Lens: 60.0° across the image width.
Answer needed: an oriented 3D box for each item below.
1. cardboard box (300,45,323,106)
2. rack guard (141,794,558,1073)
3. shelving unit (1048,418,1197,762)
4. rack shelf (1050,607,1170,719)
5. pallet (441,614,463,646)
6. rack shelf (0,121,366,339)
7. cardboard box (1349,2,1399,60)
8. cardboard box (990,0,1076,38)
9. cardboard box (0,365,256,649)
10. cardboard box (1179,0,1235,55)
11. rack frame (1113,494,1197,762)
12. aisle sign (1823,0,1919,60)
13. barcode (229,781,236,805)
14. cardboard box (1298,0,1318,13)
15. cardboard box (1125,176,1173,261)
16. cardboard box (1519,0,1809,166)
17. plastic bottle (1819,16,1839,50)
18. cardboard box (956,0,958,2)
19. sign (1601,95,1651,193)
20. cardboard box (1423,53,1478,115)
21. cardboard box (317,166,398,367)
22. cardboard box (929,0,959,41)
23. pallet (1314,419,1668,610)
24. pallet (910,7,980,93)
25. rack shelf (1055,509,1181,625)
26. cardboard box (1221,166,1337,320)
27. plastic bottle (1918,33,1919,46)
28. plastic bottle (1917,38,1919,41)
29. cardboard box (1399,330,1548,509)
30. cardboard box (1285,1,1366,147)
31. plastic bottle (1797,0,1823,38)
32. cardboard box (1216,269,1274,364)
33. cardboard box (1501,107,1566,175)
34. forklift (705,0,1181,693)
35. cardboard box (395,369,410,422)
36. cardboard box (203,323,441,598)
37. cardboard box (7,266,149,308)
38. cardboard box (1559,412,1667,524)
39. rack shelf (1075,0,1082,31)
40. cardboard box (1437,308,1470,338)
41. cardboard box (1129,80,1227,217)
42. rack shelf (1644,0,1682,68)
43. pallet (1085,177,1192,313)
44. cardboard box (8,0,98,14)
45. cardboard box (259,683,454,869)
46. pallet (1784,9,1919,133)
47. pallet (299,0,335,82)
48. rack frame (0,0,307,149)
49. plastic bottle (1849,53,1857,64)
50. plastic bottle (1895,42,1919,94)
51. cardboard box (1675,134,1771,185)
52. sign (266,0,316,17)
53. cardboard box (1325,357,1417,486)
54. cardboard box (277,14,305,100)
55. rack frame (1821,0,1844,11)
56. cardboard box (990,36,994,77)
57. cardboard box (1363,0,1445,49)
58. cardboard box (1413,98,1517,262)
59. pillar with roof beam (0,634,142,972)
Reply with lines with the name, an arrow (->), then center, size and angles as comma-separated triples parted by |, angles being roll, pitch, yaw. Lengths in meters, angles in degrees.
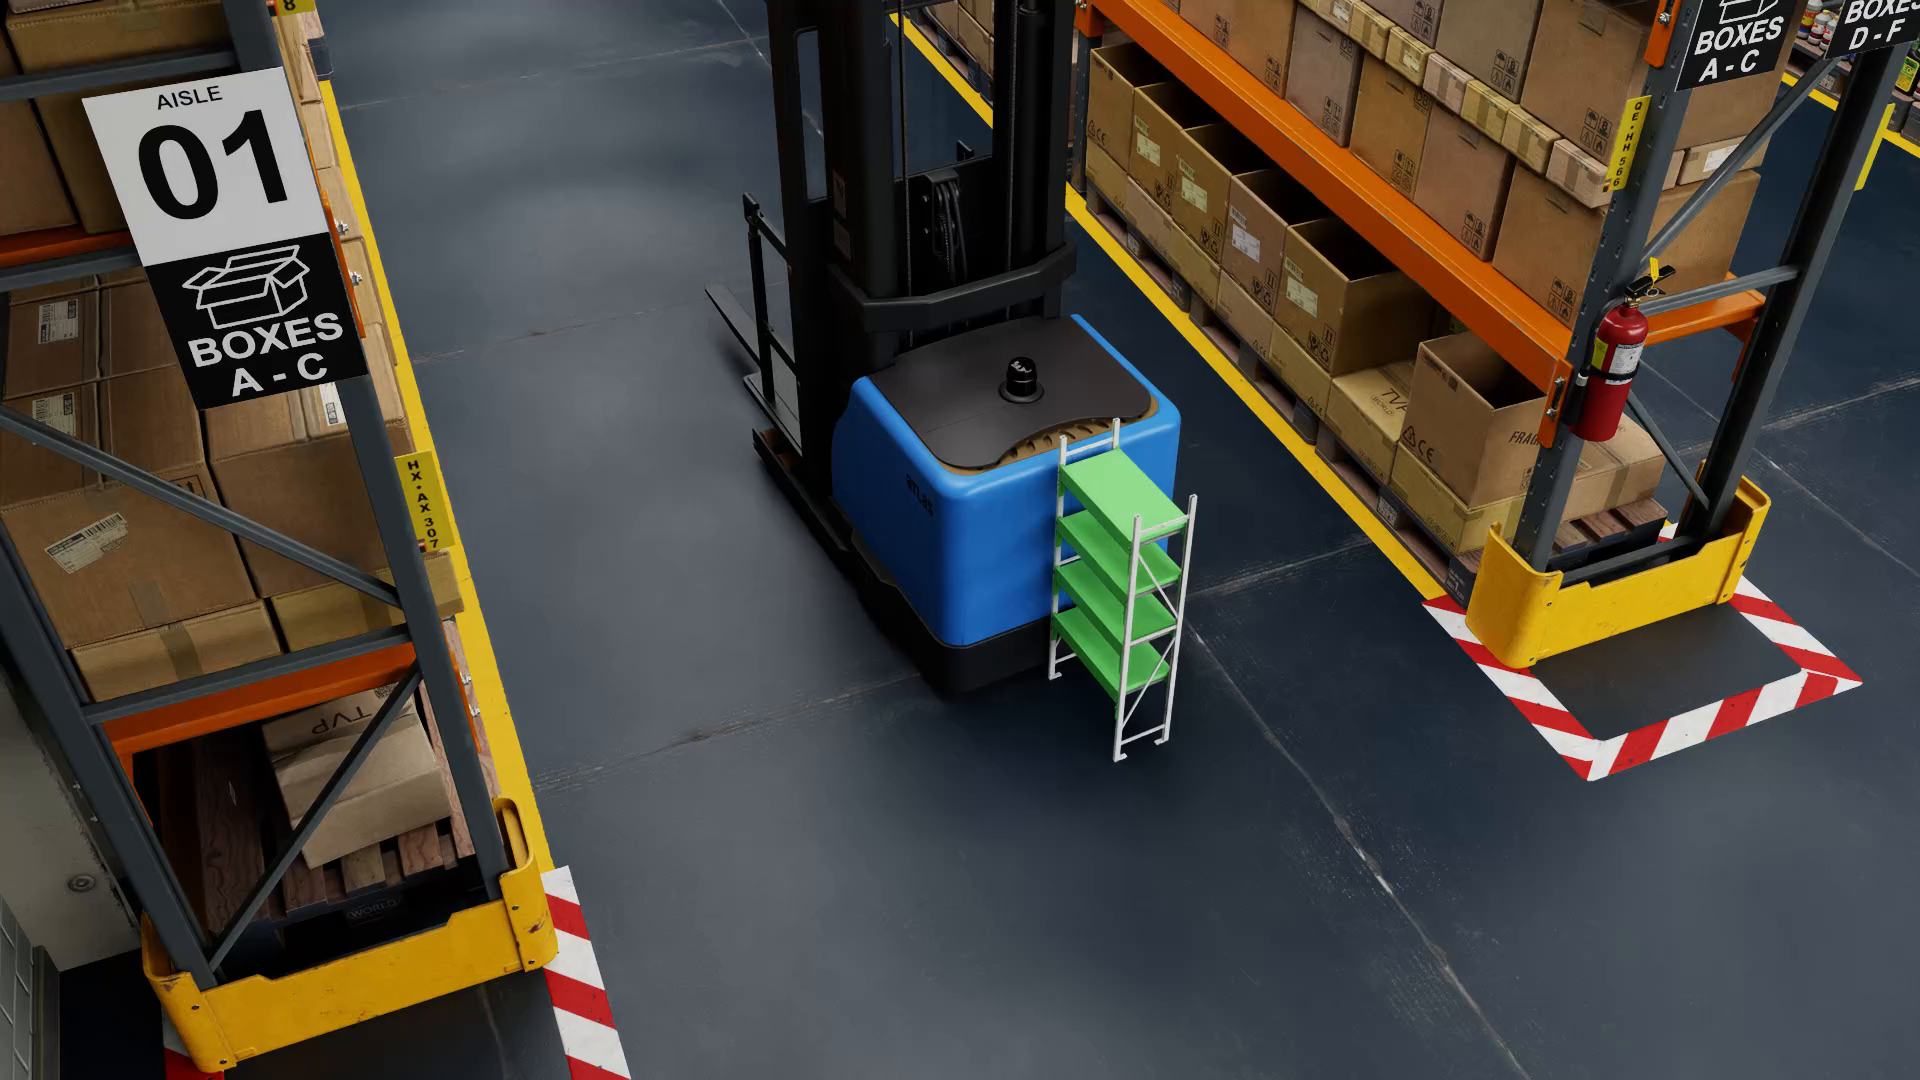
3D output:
cardboard box -> -2.603, -1.466, 6.179 | 0.500, 0.500, 0.500 | -16, 43, -18
rack guard -> -1.947, 1.267, 5.393 | 1.175, 0.500, 0.348 | -15, 43, -17
shelving unit -> 0.573, 0.201, 6.096 | 0.258, 1.200, 0.503 | -19, 44, -21
rack shelf -> 0.573, 0.432, 6.294 | 0.258, 0.148, 0.480 | -19, 44, -21
pallet -> -2.689, 0.145, 6.919 | 1.003, 0.211, 1.213 | -15, 43, -17
rack shelf -> -2.684, -1.704, 5.182 | 1.077, 0.370, 4.000 | -15, 43, -17
cardboard box -> 1.838, -2.119, 6.839 | 0.380, 0.149, 0.250 | -14, 43, -16
cardboard box -> 0.502, -3.096, 9.906 | 0.500, 0.311, 0.500 | -14, 43, -16
cardboard box -> -2.295, -0.100, 4.591 | 0.500, 0.500, 0.500 | -16, 43, -17
cardboard box -> 1.510, -2.738, 8.057 | 0.700, 0.500, 0.500 | -16, 43, -17
rack frame -> 0.686, 0.342, 5.932 | 0.240, 1.200, 0.015 | -19, 44, -21
aisle sign -> 2.965, -1.895, 5.159 | 0.394, 0.787, 0.004 | -15, 43, -17
barcode -> -2.476, 0.864, 5.662 | 0.001, 0.075, 0.075 | -15, 43, -17
cardboard box -> 1.646, -2.424, 7.194 | 0.380, 0.149, 0.250 | -15, 43, -17
cardboard box -> 1.210, -1.741, 8.761 | 0.500, 0.250, 0.500 | -15, 43, -17
cardboard box -> 2.470, -1.719, 5.876 | 0.700, 0.500, 0.500 | -15, 43, -17
plastic bottle -> 5.499, -3.198, 10.477 | 0.097, 0.201, 0.097 | 0, 41, 0
cardboard box -> 0.124, -3.701, 10.609 | 0.500, 0.311, 0.500 | -16, 43, -17
sign -> 2.150, -1.274, 5.362 | 0.100, 0.325, 0.005 | -15, 43, -17
cardboard box -> 2.041, -1.802, 6.471 | 0.380, 0.149, 0.250 | -15, 43, -16
cardboard box -> -2.195, -0.845, 5.457 | 0.500, 0.500, 0.500 | -16, 43, -18
cardboard box -> 0.118, -3.496, 10.802 | 0.500, 0.250, 0.500 | -14, 43, -16
pallet -> 2.326, -0.266, 7.397 | 1.003, 0.211, 1.213 | -15, 43, -17
pallet -> 0.338, -3.395, 11.036 | 1.003, 0.211, 1.213 | -15, 43, -17
rack shelf -> 0.573, 0.068, 5.981 | 0.258, 0.148, 0.480 | -19, 44, -21
cardboard box -> 1.591, -1.423, 7.815 | 0.500, 0.500, 0.500 | -15, 43, -17
plastic bottle -> 6.084, -3.326, 10.511 | 0.144, 0.351, 0.185 | -15, 43, -17
plastic bottle -> 5.797, -3.001, 10.194 | 0.097, 0.271, 0.097 | 0, 41, 0
cardboard box -> 2.177, -0.522, 6.769 | 0.500, 0.500, 0.500 | -15, 43, -17
cardboard box -> 1.895, -2.127, 7.346 | 0.700, 0.500, 0.500 | -14, 43, -16
plastic bottle -> 5.421, -3.347, 10.596 | 0.097, 0.271, 0.097 | 0, 41, 0
cardboard box -> 1.594, -1.139, 8.061 | 0.500, 0.250, 0.500 | -15, 43, -17
cardboard box -> 2.233, -1.496, 6.115 | 0.380, 0.149, 0.250 | -14, 43, -16
forklift -> -0.292, -1.473, 6.714 | 1.130, 2.935, 3.031 | -19, 44, -21
cardboard box -> -2.213, -0.576, 5.719 | 0.500, 0.250, 0.500 | -16, 43, -18
cardboard box -> -1.823, -0.232, 4.744 | 0.500, 0.500, 0.500 | -15, 43, -17
cardboard box -> -2.680, -0.717, 5.307 | 0.500, 0.500, 0.500 | -16, 43, -18
cardboard box -> 2.657, -0.368, 7.164 | 0.500, 0.250, 0.500 | -15, 43, -17
rack shelf -> 0.361, -4.214, 10.402 | 1.077, 0.370, 4.000 | -15, 43, -17
cardboard box -> 2.464, -0.953, 7.269 | 0.500, 0.500, 0.500 | -15, 43, -17
cardboard box -> 1.213, -2.026, 8.518 | 0.500, 0.500, 0.500 | -15, 43, -17
rack shelf -> 1.892, -2.942, 6.622 | 1.077, 0.370, 4.000 | -15, 43, -17
pallet -> 1.392, -1.735, 9.106 | 1.003, 0.211, 1.213 | -15, 43, -17
cardboard box -> -1.842, -1.489, 3.522 | 0.500, 0.500, 0.500 | -18, 44, -20
cardboard box -> -2.100, 0.779, 5.768 | 0.500, 0.311, 0.500 | -20, 45, -22
pallet -> 5.923, -3.043, 10.627 | 1.003, 0.211, 1.213 | -15, 43, -17
pallet -> -3.607, -2.468, 7.967 | 1.003, 0.211, 1.213 | -15, 43, -17
rack frame -> -1.918, -1.909, 2.568 | 1.000, 3.000, 0.127 | -15, 43, -17
plastic bottle -> 5.630, -3.088, 10.235 | 0.144, 0.351, 0.185 | -14, 43, -16
plastic bottle -> 5.727, -2.839, 9.997 | 0.061, 0.283, 0.133 | -13, 42, -15
cardboard box -> 2.706, -1.447, 6.057 | 0.380, 0.149, 0.250 | -15, 43, -17
sign -> -1.417, -1.239, 3.419 | 0.100, 0.325, 0.005 | -15, 43, -17
cardboard box -> 1.976, -0.537, 7.360 | 0.500, 0.250, 0.500 | -15, 43, -17
cardboard box -> -1.988, -1.414, 4.201 | 0.500, 0.500, 0.500 | -12, 42, -14
rack frame -> 5.704, -4.516, 10.201 | 1.000, 3.000, 0.127 | -15, 43, -17
cardboard box -> 0.508, -2.881, 10.087 | 0.500, 0.250, 0.500 | -16, 43, -18
cardboard box -> 2.070, -2.338, 6.596 | 0.700, 0.500, 0.500 | -15, 43, -17
cardboard box -> 2.285, -1.510, 6.629 | 0.700, 0.500, 0.500 | -14, 43, -16
pillar with roof beam -> 0.992, -3.189, 4.057 | 9.100, 9.000, 0.400 | -15, 43, -17
